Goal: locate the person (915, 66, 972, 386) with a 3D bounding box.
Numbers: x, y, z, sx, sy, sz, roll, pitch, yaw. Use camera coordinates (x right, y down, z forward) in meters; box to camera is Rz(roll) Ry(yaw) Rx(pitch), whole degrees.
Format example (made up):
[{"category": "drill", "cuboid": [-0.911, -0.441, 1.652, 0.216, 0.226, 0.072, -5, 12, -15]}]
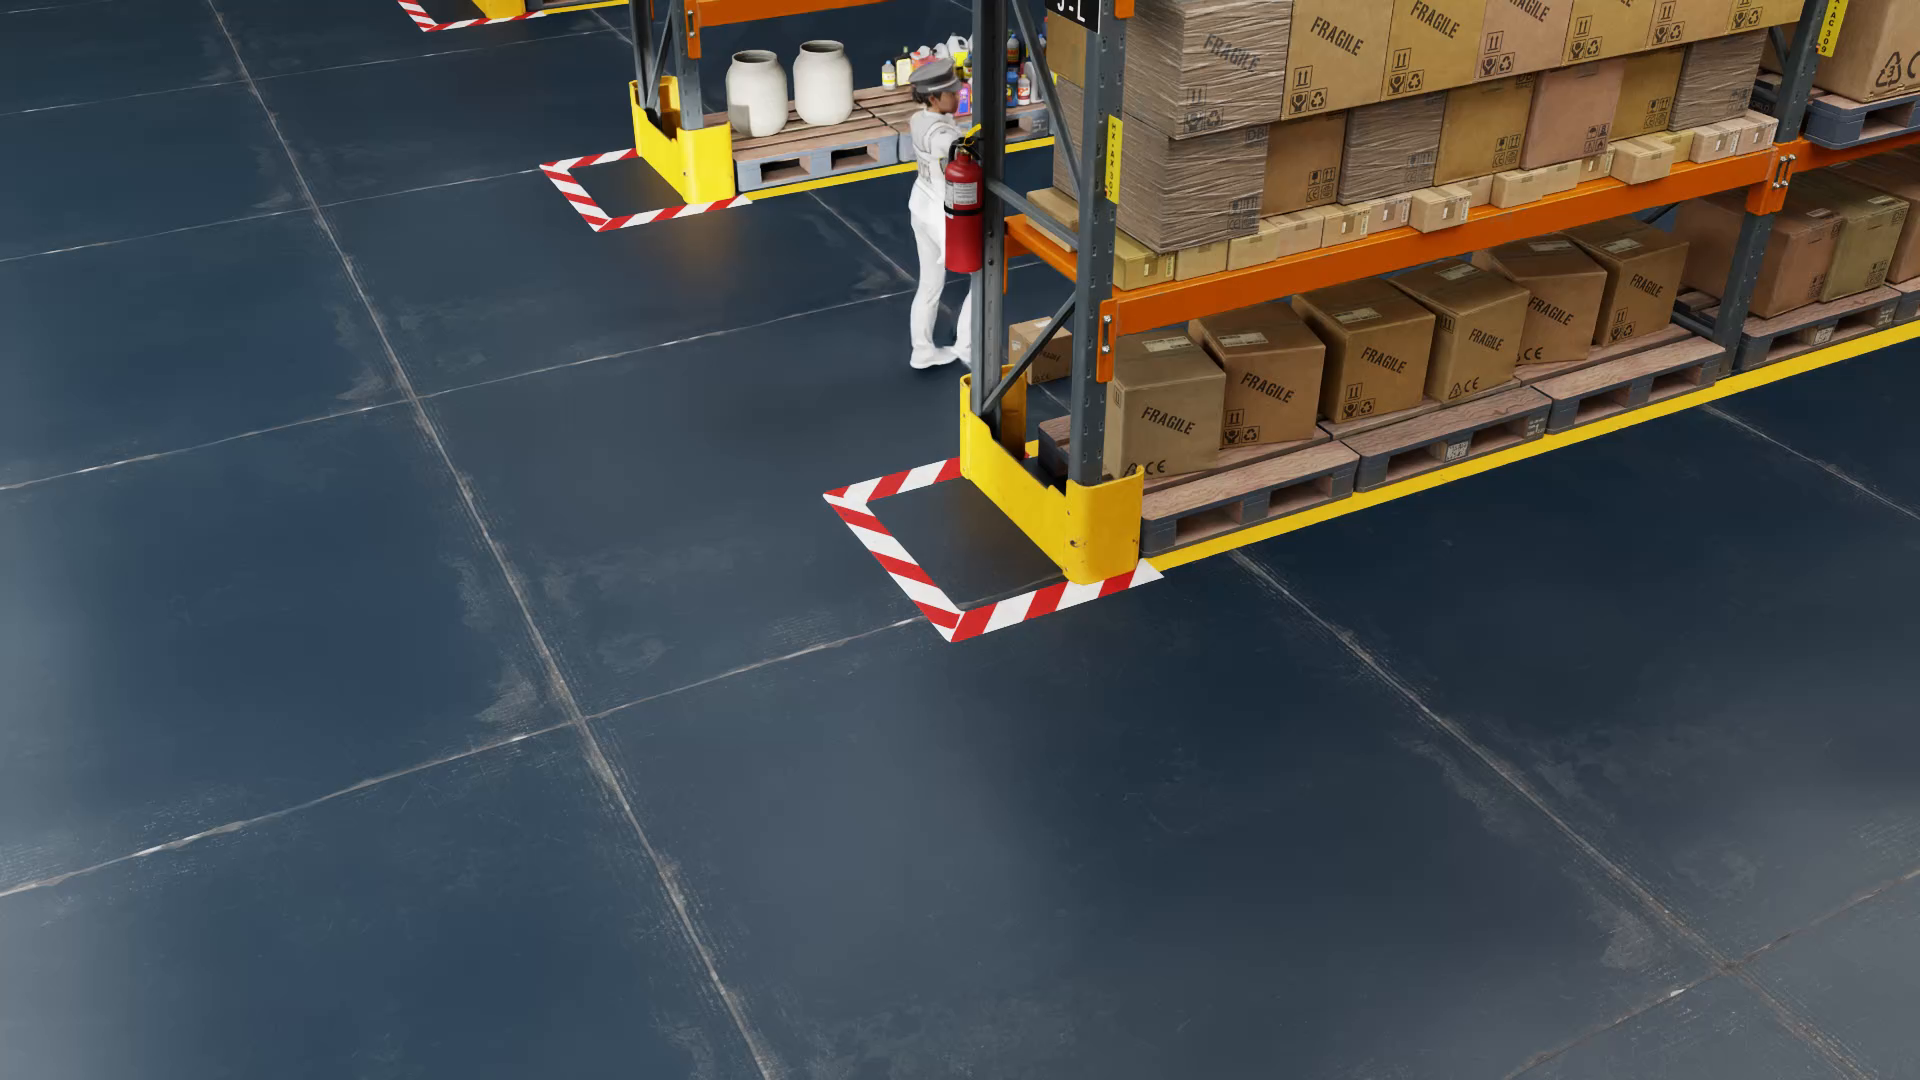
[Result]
[{"category": "person", "cuboid": [-0.016, -1.568, 8.582, 0.440, 1.759, 0.479, -3, 33, -4]}]
